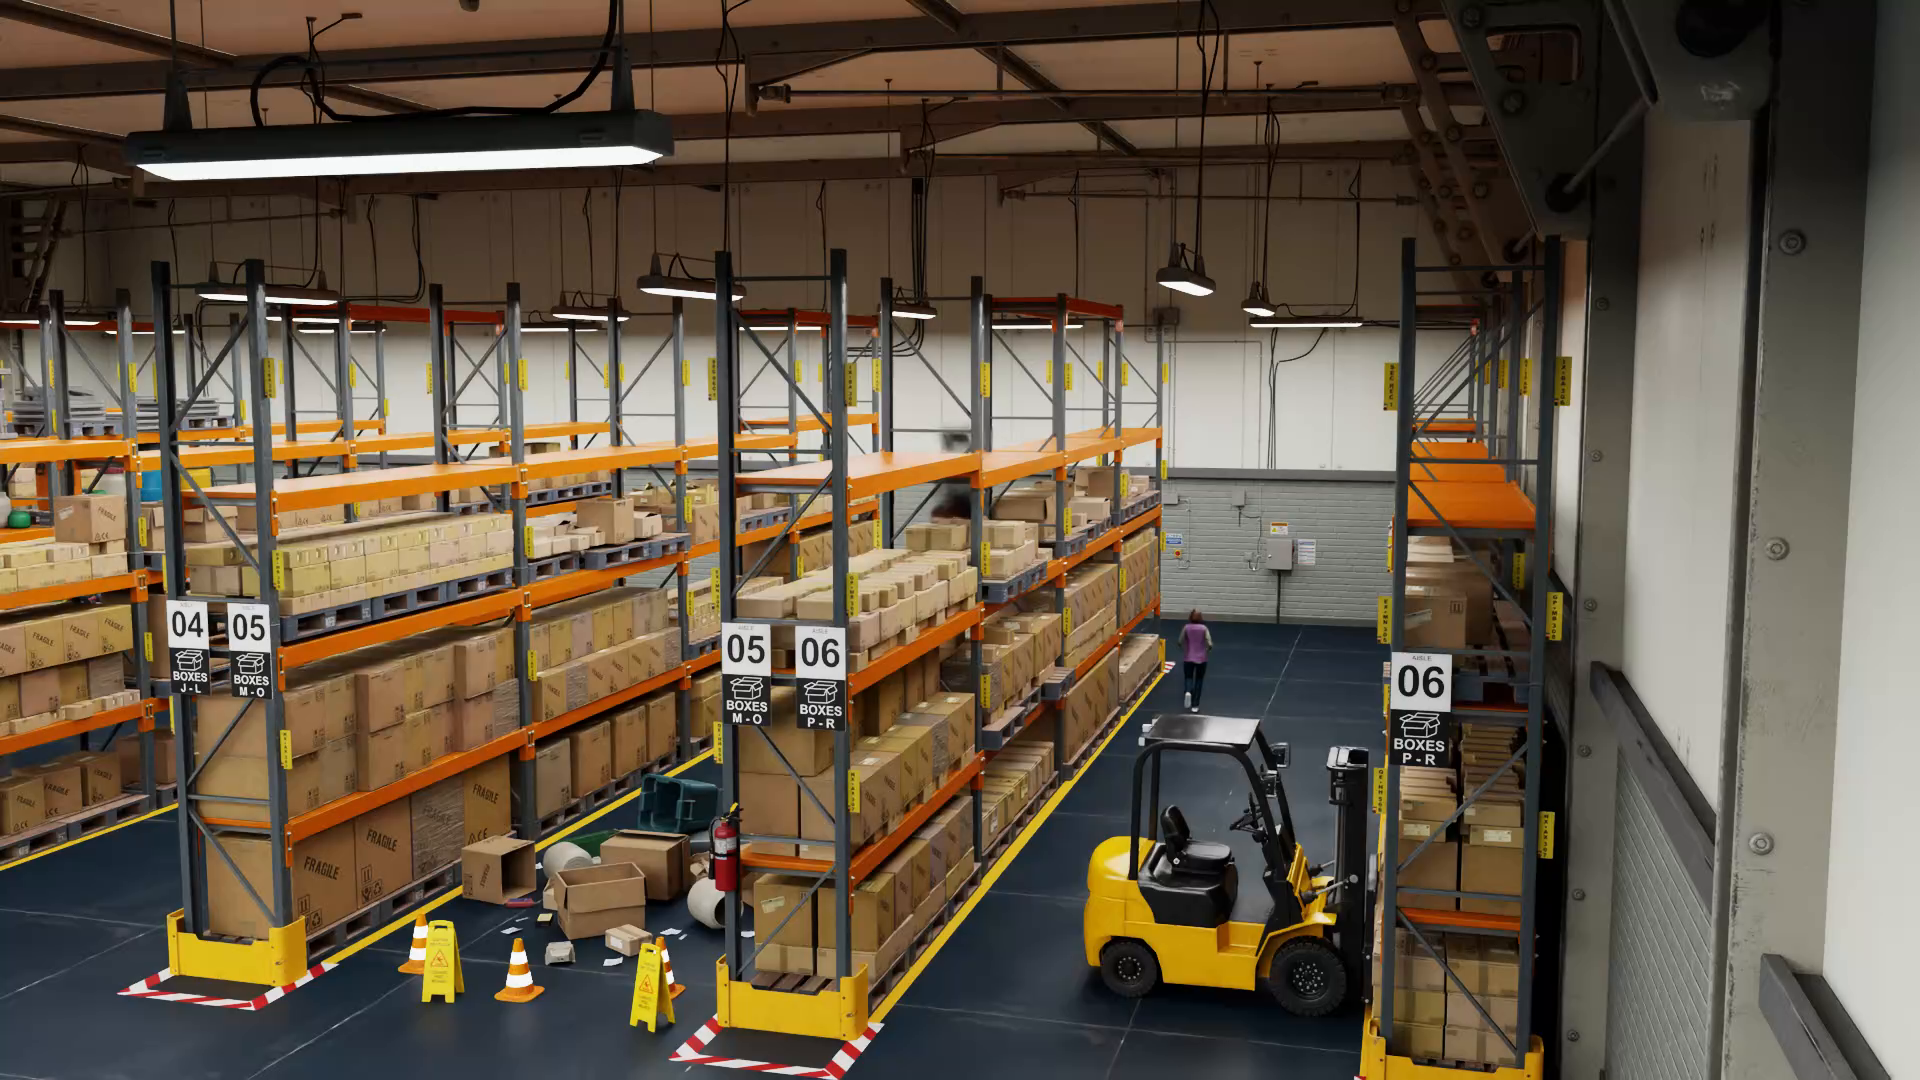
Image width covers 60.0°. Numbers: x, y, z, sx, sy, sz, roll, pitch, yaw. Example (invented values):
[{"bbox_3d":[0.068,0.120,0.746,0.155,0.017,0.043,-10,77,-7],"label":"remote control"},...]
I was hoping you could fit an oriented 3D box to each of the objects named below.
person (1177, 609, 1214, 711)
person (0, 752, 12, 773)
[{"bbox_3d":[3.496,1.786,24.684,0.533,1.549,0.555,1,6,13],"label":"person"},{"bbox_3d":[-11.961,2.135,20.456,0.707,1.755,0.884,1,6,7],"label":"person"}]
